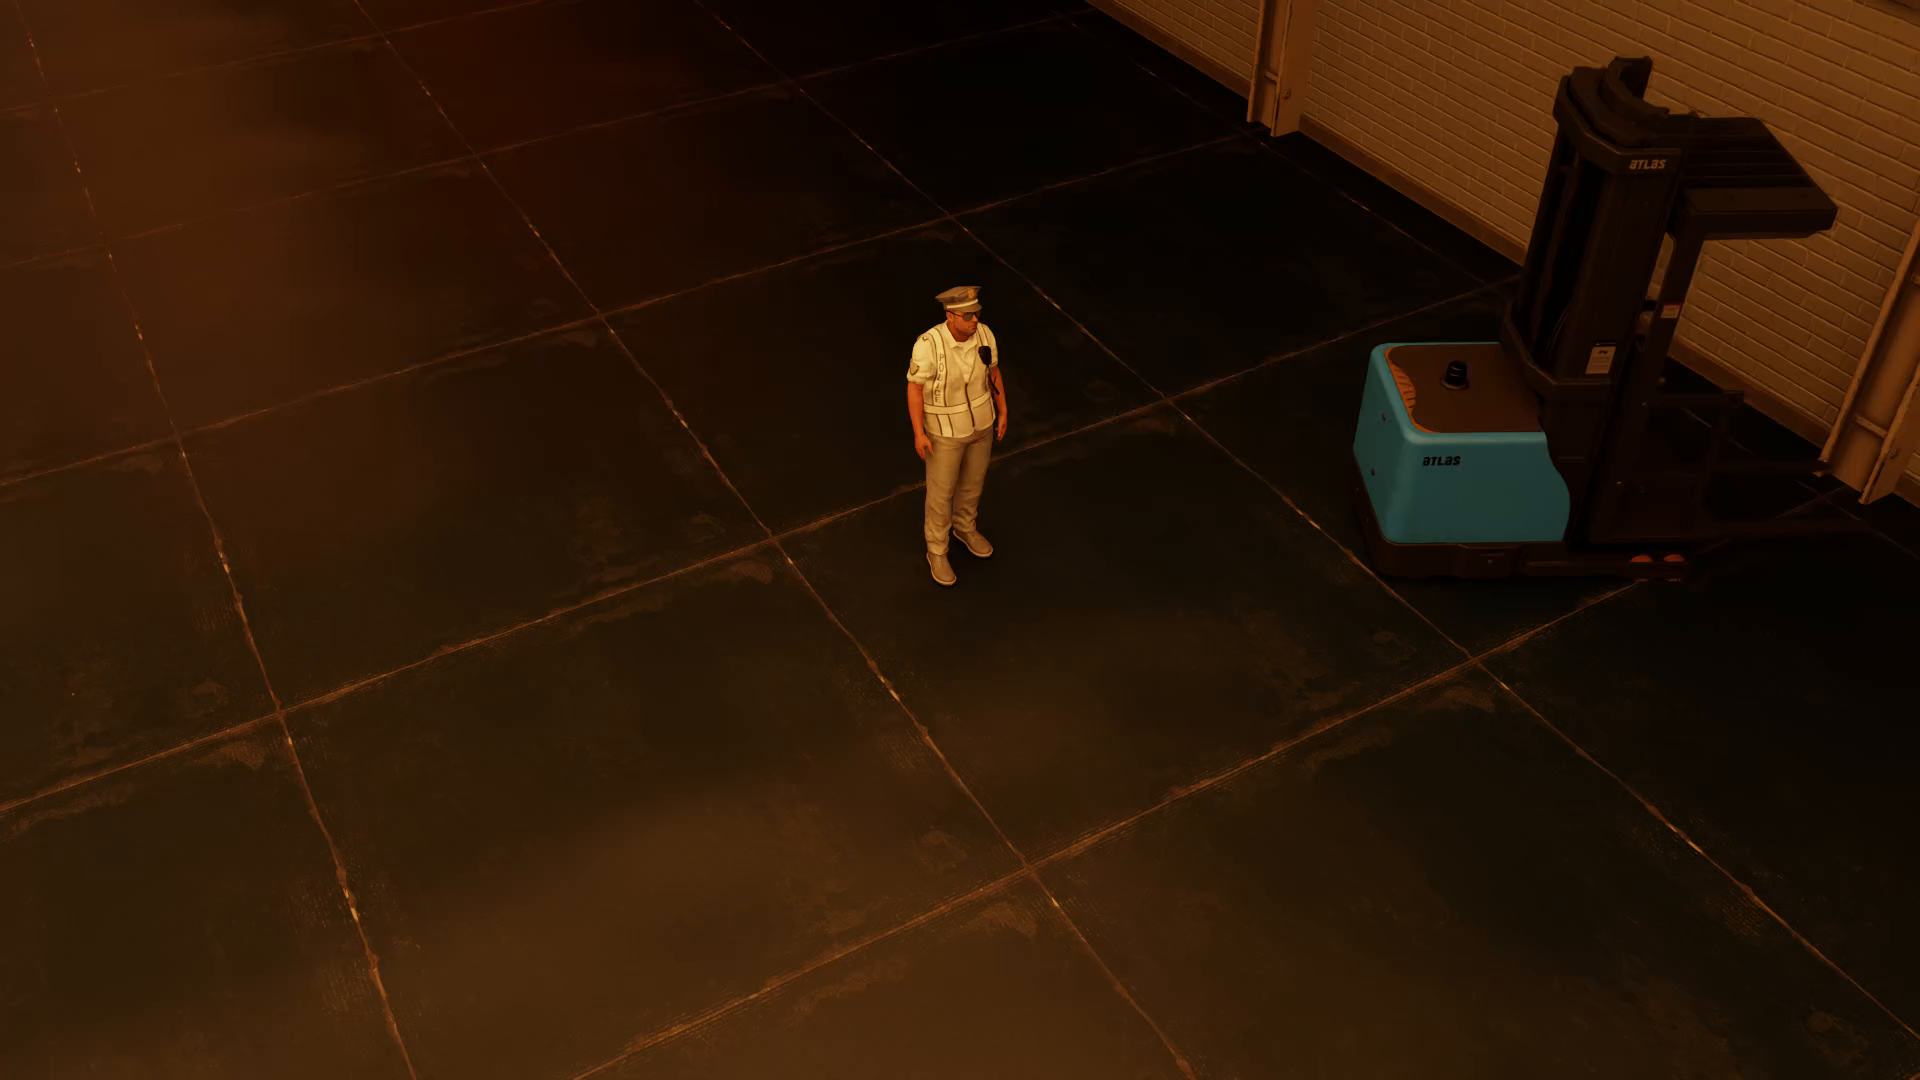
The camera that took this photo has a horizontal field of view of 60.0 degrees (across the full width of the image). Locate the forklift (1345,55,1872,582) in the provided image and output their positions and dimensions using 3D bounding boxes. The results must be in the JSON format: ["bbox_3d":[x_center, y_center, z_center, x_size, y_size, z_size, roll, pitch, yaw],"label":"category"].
[{"bbox_3d":[4.002,-1.216,9.502,3.031,2.935,1.130,-1,40,-1],"label":"forklift"}]

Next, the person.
[{"bbox_3d":[0.028,-0.645,9.702,0.640,1.781,0.575,-20,44,-23],"label":"person"}]
